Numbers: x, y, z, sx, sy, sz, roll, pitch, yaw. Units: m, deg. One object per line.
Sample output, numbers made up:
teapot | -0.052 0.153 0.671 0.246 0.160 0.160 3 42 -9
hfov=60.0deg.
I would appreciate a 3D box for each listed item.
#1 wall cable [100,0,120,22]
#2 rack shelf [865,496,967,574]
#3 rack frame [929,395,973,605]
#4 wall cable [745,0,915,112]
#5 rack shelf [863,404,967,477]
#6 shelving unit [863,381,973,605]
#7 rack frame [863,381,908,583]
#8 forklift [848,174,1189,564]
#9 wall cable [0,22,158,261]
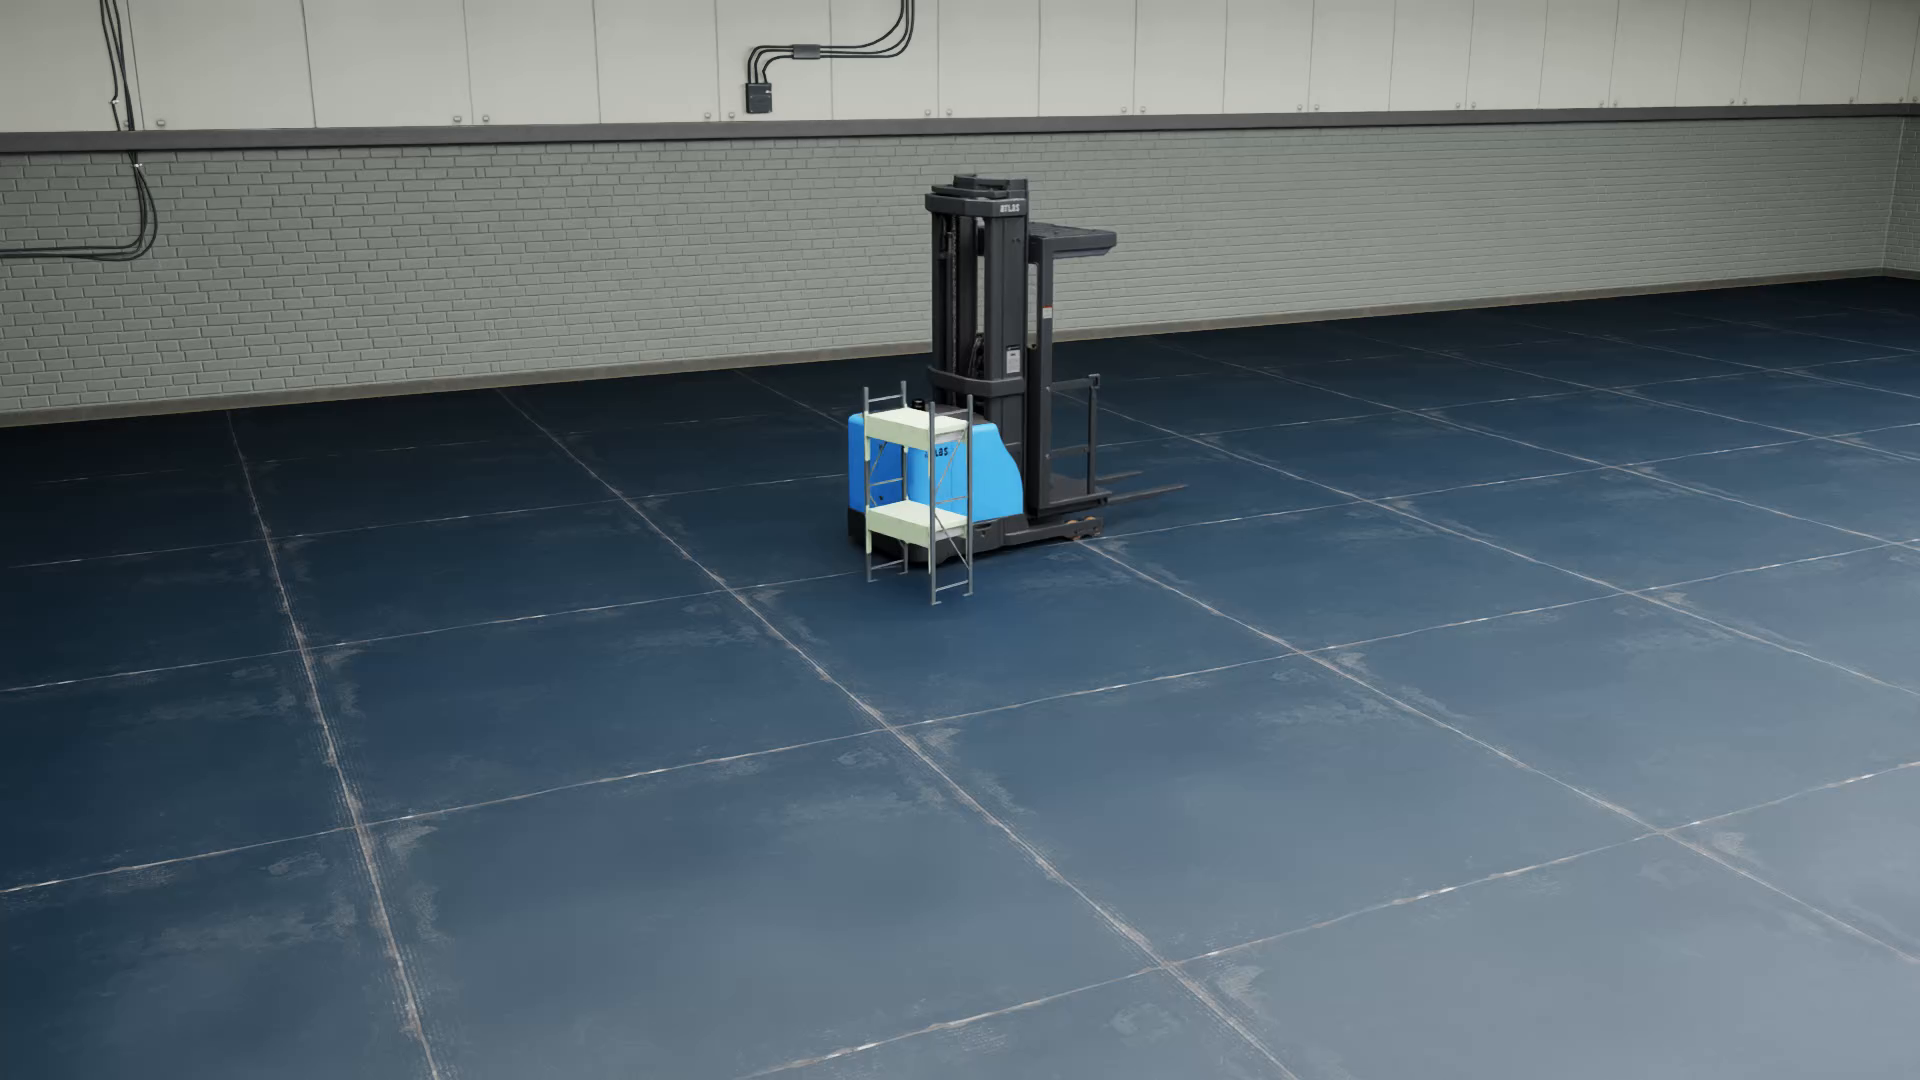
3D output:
wall cable | -7.708 -6.828 17.704 3.097 2.526 0.112 -8 18 -25
rack shelf | -0.311 -0.046 12.373 0.431 0.370 0.720 -14 21 -41
rack frame | -0.063 -0.285 12.024 0.400 1.500 0.023 -14 21 -41
wall cable | -1.599 -8.344 20.348 2.305 6.003 0.169 -8 18 -25
rack shelf | -0.312 -0.734 12.175 0.431 0.370 0.720 -14 21 -41
shelving unit | -0.312 -0.359 12.283 0.431 1.500 0.755 -14 21 -41
rack frame | -0.560 -0.433 12.541 0.400 1.500 0.023 -14 21 -41
forklift | 0.585 -1.513 13.710 3.031 2.935 1.130 -11 19 -33
wall cable | -10.140 -4.074 17.261 3.097 2.526 0.112 -8 18 -25
